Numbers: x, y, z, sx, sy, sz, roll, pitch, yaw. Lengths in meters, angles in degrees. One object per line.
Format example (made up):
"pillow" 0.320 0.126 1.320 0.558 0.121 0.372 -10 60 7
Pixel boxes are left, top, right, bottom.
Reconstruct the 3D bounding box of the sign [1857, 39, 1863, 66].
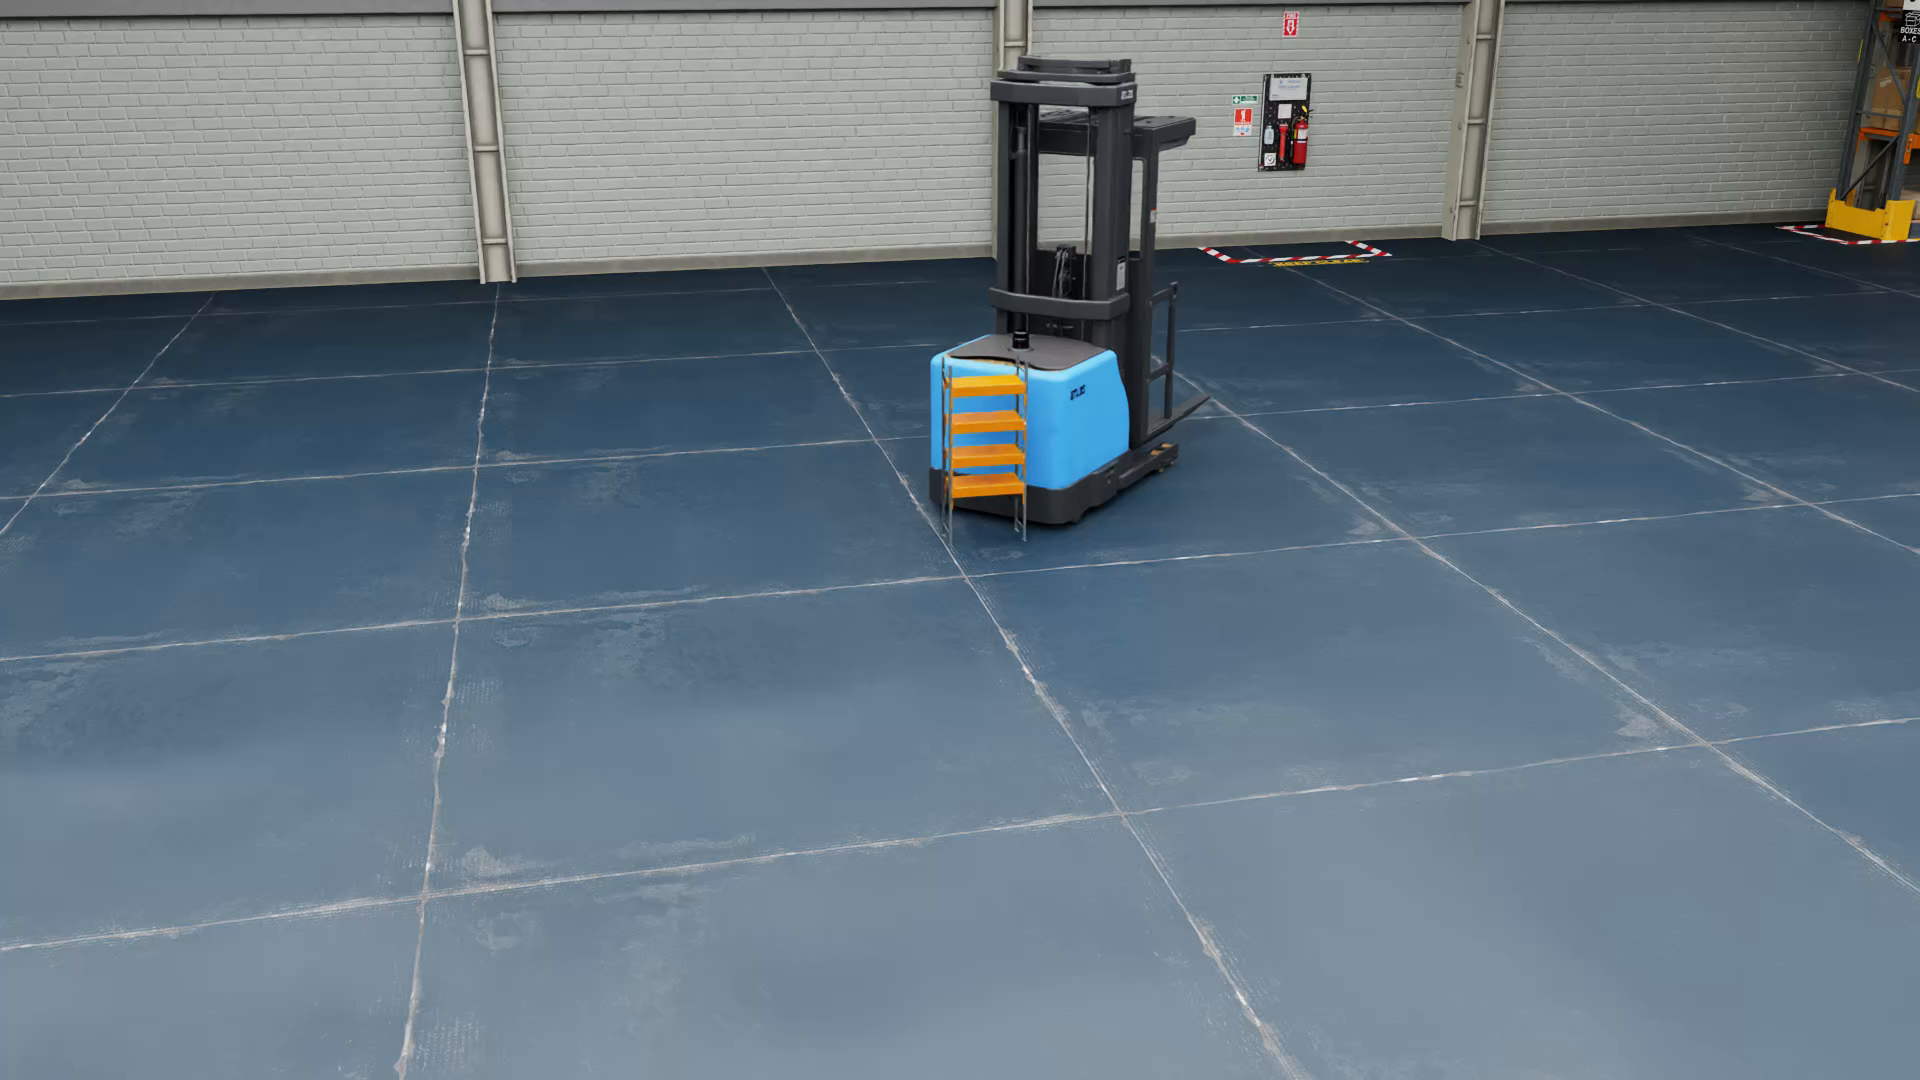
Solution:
"sign" 11.697 -6.315 21.549 0.005 0.325 0.100 -5 21 -12

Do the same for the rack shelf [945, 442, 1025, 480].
"rack shelf" 0.154 -0.510 10.658 0.480 0.148 0.258 -4 21 -12

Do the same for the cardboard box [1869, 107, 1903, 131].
"cardboard box" 12.216 -5.476 21.592 0.500 0.250 0.500 -4 21 -12

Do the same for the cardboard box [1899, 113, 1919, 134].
"cardboard box" 12.353 -5.306 21.129 0.500 0.250 0.500 -5 21 -14

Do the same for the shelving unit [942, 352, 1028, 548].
"shelving unit" 0.154 -0.573 10.635 0.503 1.200 0.258 -4 21 -12

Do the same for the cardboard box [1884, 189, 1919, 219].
"cardboard box" 12.499 -4.404 21.745 0.500 0.311 0.500 -7 21 -19

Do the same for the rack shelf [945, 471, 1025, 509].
"rack shelf" 0.154 -0.324 10.727 0.480 0.148 0.258 -4 21 -12

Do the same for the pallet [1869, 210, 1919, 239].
"pallet" 12.678 -4.184 21.930 1.213 0.211 1.003 -5 21 -12

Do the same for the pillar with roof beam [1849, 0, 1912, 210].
"pillar with roof beam" 13.278 -7.156 17.267 0.400 9.000 9.100 -5 21 -12

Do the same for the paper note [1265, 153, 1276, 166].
"paper note" 3.847 -4.718 20.614 0.142 0.148 0.016 -5 21 -12

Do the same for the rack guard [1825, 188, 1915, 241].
"rack guard" 11.879 -4.267 21.737 0.348 0.500 1.175 -5 21 -12

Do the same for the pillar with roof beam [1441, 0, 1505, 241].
"pillar with roof beam" 7.439 -6.681 15.971 0.400 9.000 9.100 -5 21 -12

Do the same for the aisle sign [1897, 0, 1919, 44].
"aisle sign" 11.804 -6.550 20.554 0.004 0.787 0.394 -5 21 -12

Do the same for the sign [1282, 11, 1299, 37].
"sign" 4.004 -6.244 20.128 0.199 0.298 0.001 -5 21 -12

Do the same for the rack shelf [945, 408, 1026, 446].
"rack shelf" 0.154 -0.720 10.581 0.480 0.148 0.258 -4 21 -12

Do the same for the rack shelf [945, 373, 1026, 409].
"rack shelf" 0.154 -0.942 10.500 0.480 0.148 0.258 -4 21 -12

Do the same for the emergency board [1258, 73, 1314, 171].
"emergency board" 4.035 -5.122 20.437 0.643 1.169 0.194 -5 21 -12

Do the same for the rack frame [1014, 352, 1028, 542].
"rack frame" 0.393 -0.591 10.684 0.015 1.200 0.240 -4 21 -12

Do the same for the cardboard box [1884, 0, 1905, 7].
"cardboard box" 12.153 -7.018 21.076 0.500 0.500 0.500 -3 20 -9

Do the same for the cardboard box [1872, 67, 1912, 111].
"cardboard box" 12.215 -5.835 21.481 0.500 0.500 0.500 -5 21 -13

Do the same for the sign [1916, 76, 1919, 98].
"sign" 11.930 -5.660 20.646 0.005 0.325 0.100 -5 21 -12

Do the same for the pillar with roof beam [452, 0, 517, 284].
"pillar with roof beam" -4.239 -5.731 13.378 0.400 9.000 9.100 -5 21 -12

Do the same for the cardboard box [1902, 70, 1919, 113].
"cardboard box" 12.339 -5.663 21.013 0.500 0.500 0.500 -5 21 -12

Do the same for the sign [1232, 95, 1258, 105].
"sign" 3.479 -5.376 20.308 0.331 0.109 0.001 -5 21 -12

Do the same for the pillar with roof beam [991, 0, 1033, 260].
"pillar with roof beam" 1.600 -6.206 14.674 0.400 9.000 9.100 -5 21 -12

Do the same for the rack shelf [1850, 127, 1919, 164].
"rack shelf" 13.752 -5.256 21.847 4.000 0.370 1.077 -5 21 -12

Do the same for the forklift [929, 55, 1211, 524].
"forklift" 0.964 -1.938 11.845 1.130 2.935 3.031 11 23 28

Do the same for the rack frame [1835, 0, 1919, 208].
"rack frame" 11.805 -5.435 21.291 0.127 3.000 1.000 -5 21 -12

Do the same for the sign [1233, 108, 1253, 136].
"sign" 3.473 -5.130 20.406 0.234 0.329 0.001 -5 21 -12

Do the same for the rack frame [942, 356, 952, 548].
"rack frame" -0.084 -0.555 10.586 0.015 1.200 0.240 -4 21 -12

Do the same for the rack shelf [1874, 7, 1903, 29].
"rack shelf" 13.752 -6.664 21.331 4.000 0.370 1.077 -5 21 -12
